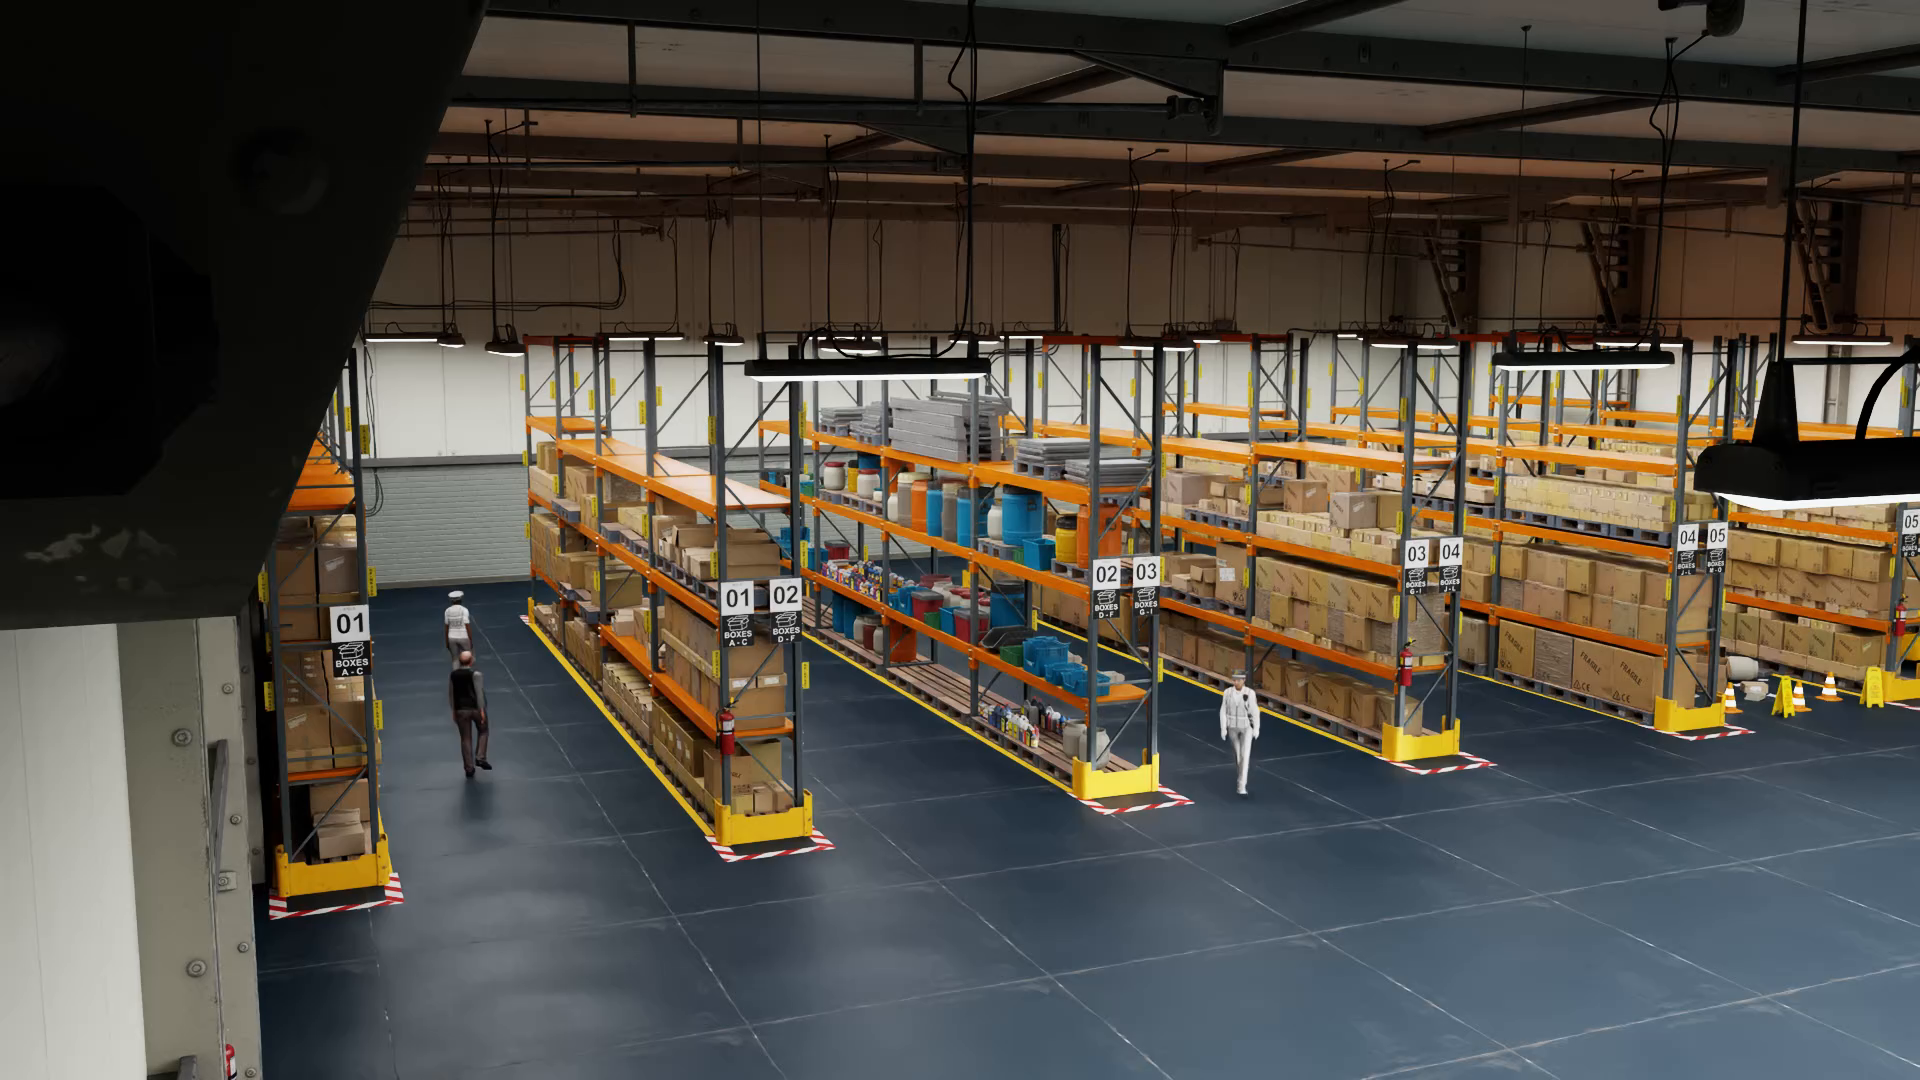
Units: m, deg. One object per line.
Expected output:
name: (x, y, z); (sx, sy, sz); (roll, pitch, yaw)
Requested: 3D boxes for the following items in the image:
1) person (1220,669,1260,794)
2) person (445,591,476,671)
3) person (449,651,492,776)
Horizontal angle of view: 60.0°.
person: (3.727, 2.537, 22.321); (0.518, 1.635, 0.942); (4, 9, 28)
person: (-8.595, 1.721, 28.494); (0.489, 1.676, 0.459); (1, 8, 9)
person: (-6.842, 2.403, 23.157); (0.543, 1.710, 0.540); (-1, 8, -9)
